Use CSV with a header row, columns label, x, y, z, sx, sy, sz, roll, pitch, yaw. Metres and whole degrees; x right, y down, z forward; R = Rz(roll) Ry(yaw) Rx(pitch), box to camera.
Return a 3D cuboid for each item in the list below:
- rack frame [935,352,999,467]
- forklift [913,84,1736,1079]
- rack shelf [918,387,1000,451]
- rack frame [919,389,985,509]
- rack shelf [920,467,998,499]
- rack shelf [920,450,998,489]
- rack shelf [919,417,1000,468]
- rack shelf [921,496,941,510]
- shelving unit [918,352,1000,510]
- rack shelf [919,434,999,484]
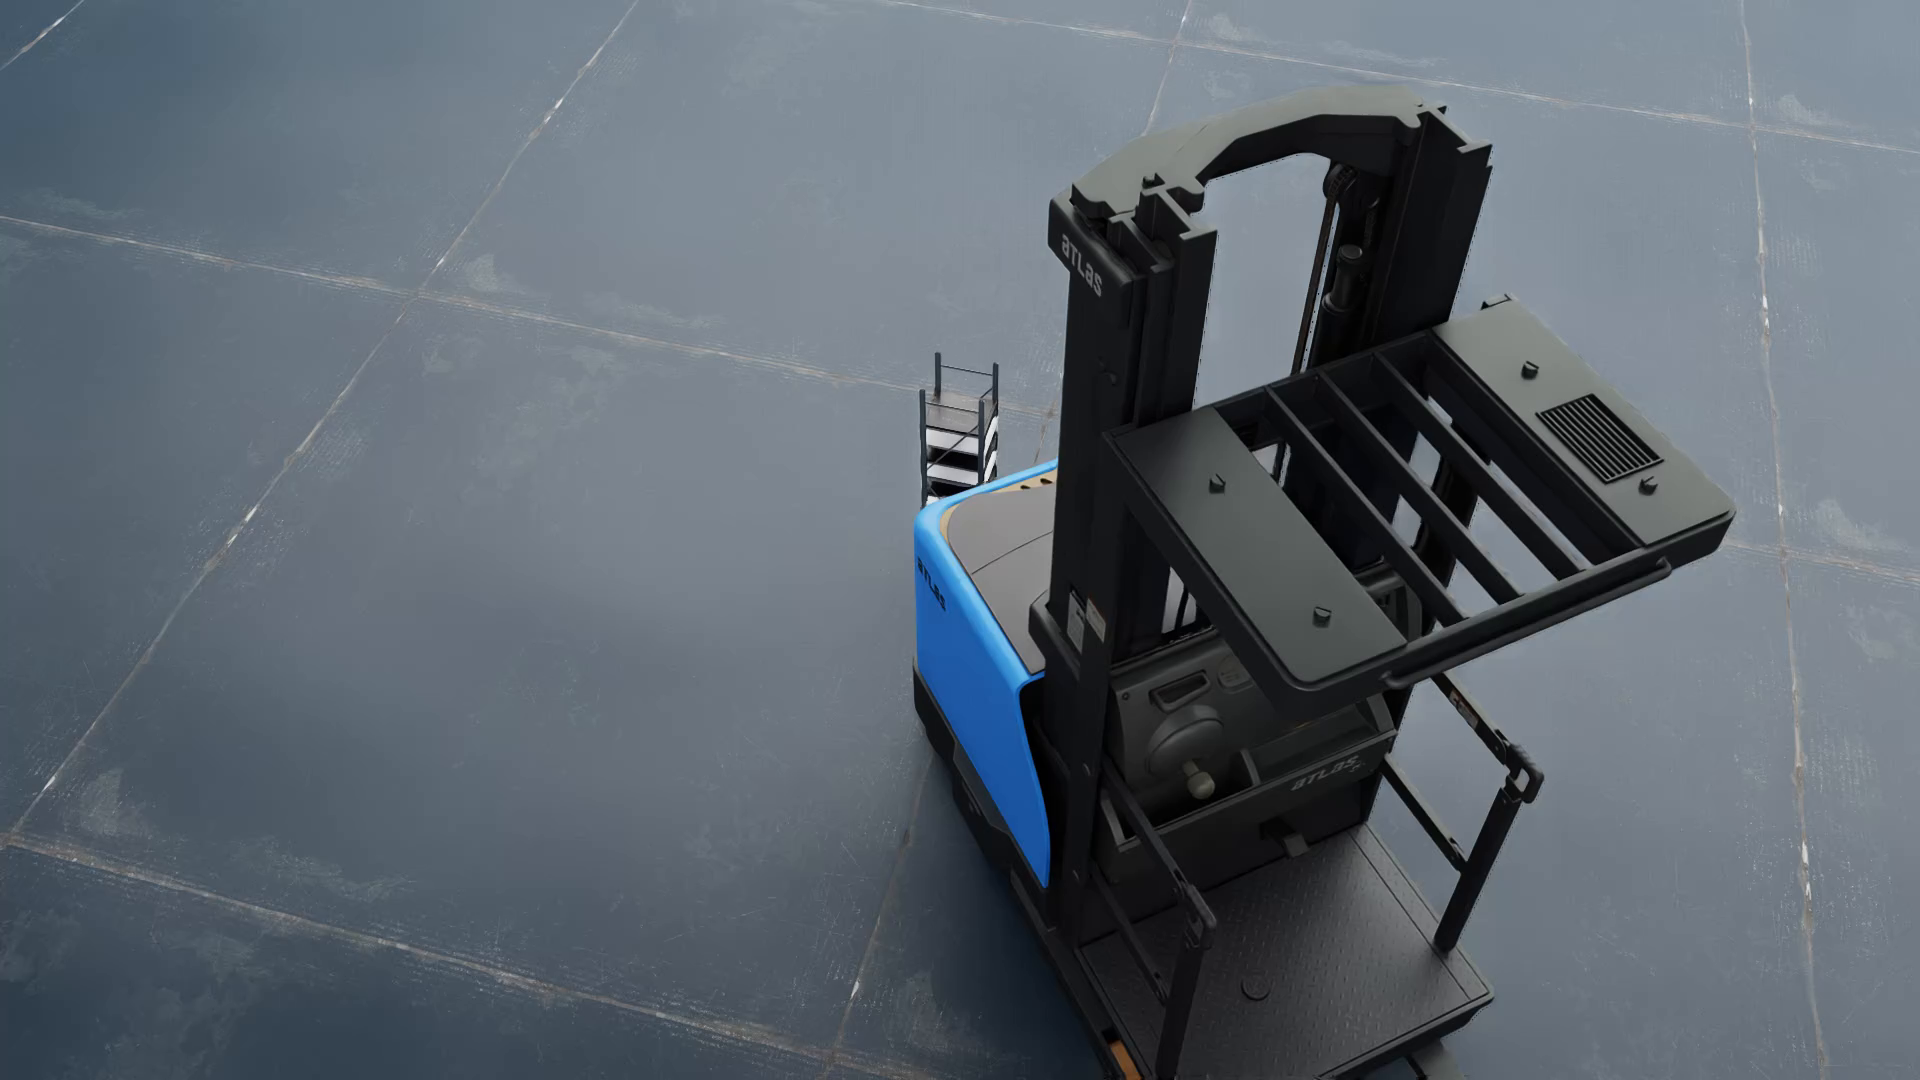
label,x,y,z,sx,sy,sz,roll,pitch,yaw
rack frame,0.025,-0.365,6.391,0.240,0.900,0.006,12,50,10
forklift,0.922,0.484,4.287,1.130,2.935,3.031,-20,51,-17
rack shelf,-0.002,-0.449,6.149,0.258,0.077,0.200,12,50,10
rack frame,-0.029,-0.218,6.261,0.240,0.900,0.006,12,50,10
rack shelf,-0.002,-0.210,6.419,0.258,0.077,0.200,12,50,10
rack shelf,-0.002,-0.270,6.351,0.258,0.077,0.200,12,50,10
rack shelf,-0.002,-0.389,6.216,0.258,0.077,0.200,12,50,10
rack shelf,-0.002,-0.151,6.486,0.258,0.077,0.200,12,50,10
shelving unit,-0.002,-0.292,6.326,0.258,0.900,0.210,12,50,10
rack shelf,-0.002,-0.329,6.284,0.258,0.077,0.200,12,50,10
